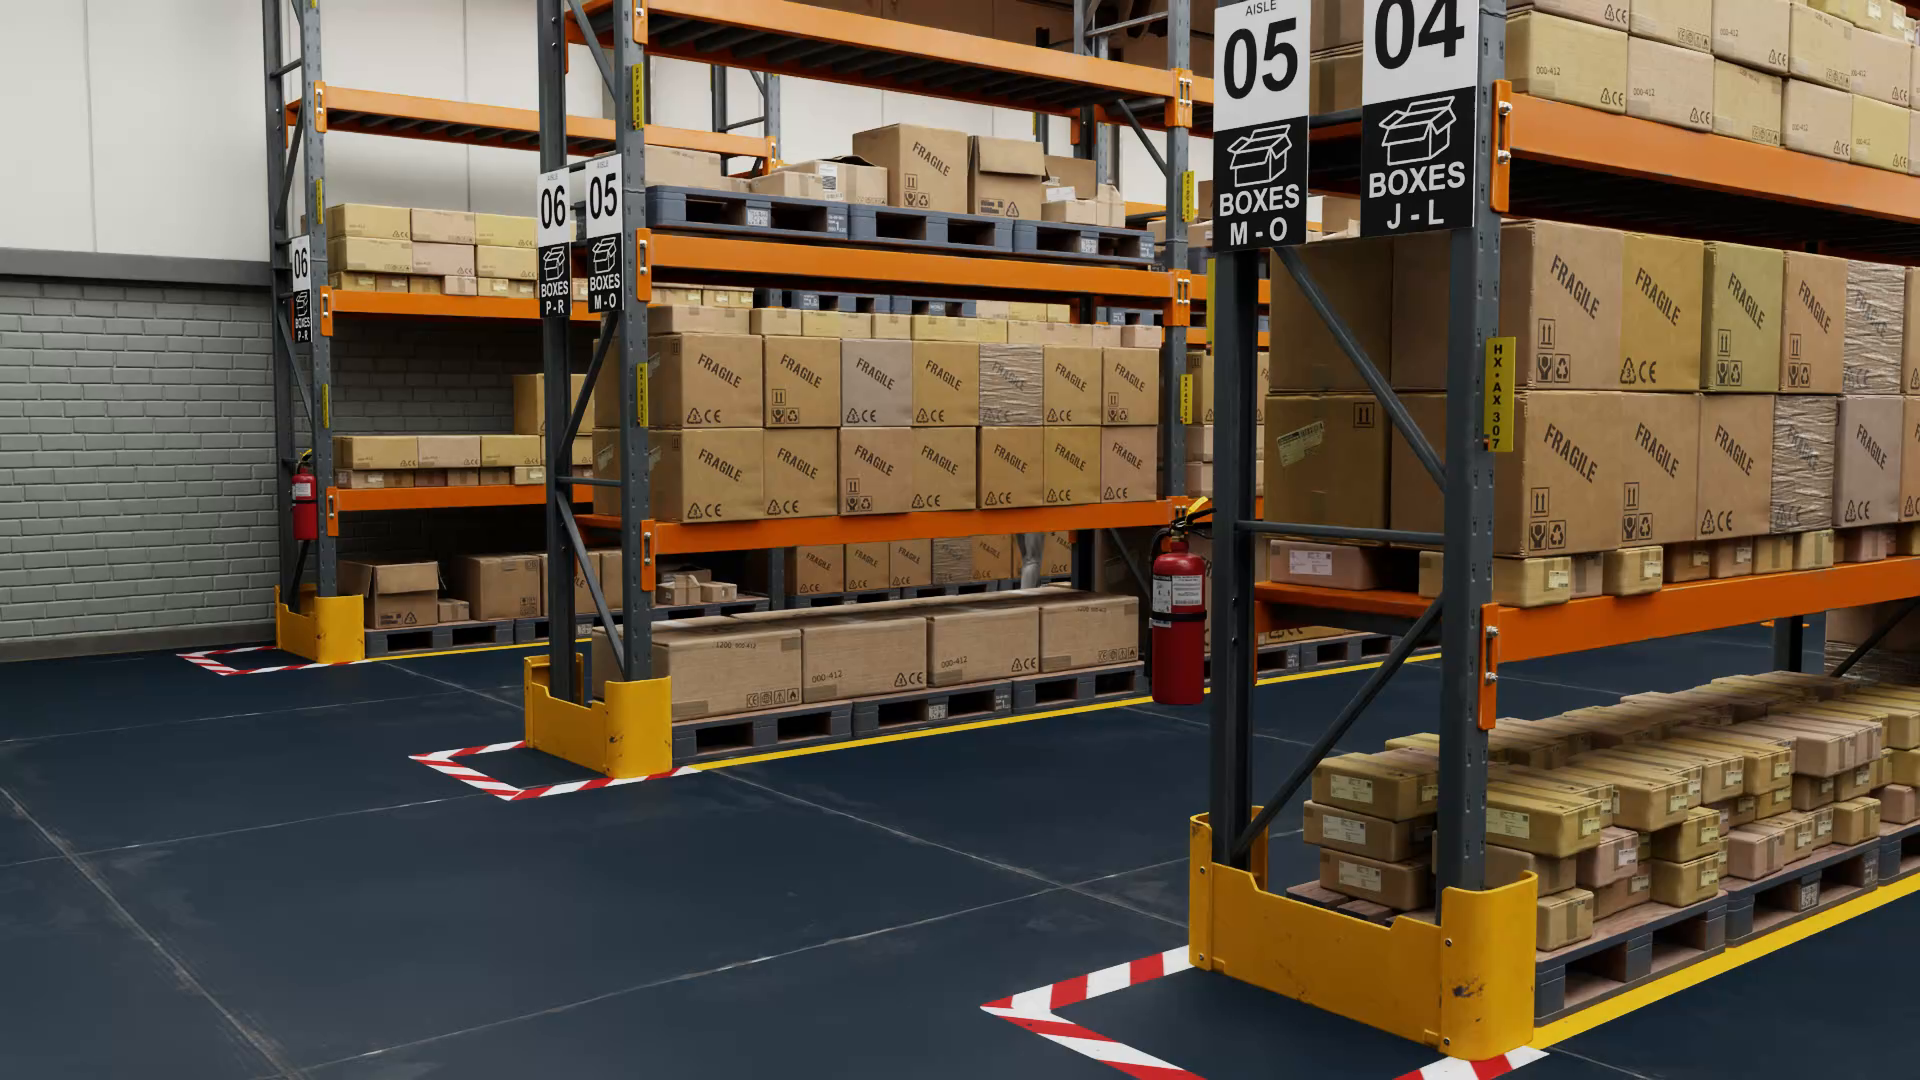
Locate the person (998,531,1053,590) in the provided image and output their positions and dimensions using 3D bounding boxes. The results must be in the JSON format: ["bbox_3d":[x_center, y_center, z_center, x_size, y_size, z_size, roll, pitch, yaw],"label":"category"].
[{"bbox_3d":[0.667,-0.139,15.474,0.491,1.675,0.741,3,5,36],"label":"person"}]
